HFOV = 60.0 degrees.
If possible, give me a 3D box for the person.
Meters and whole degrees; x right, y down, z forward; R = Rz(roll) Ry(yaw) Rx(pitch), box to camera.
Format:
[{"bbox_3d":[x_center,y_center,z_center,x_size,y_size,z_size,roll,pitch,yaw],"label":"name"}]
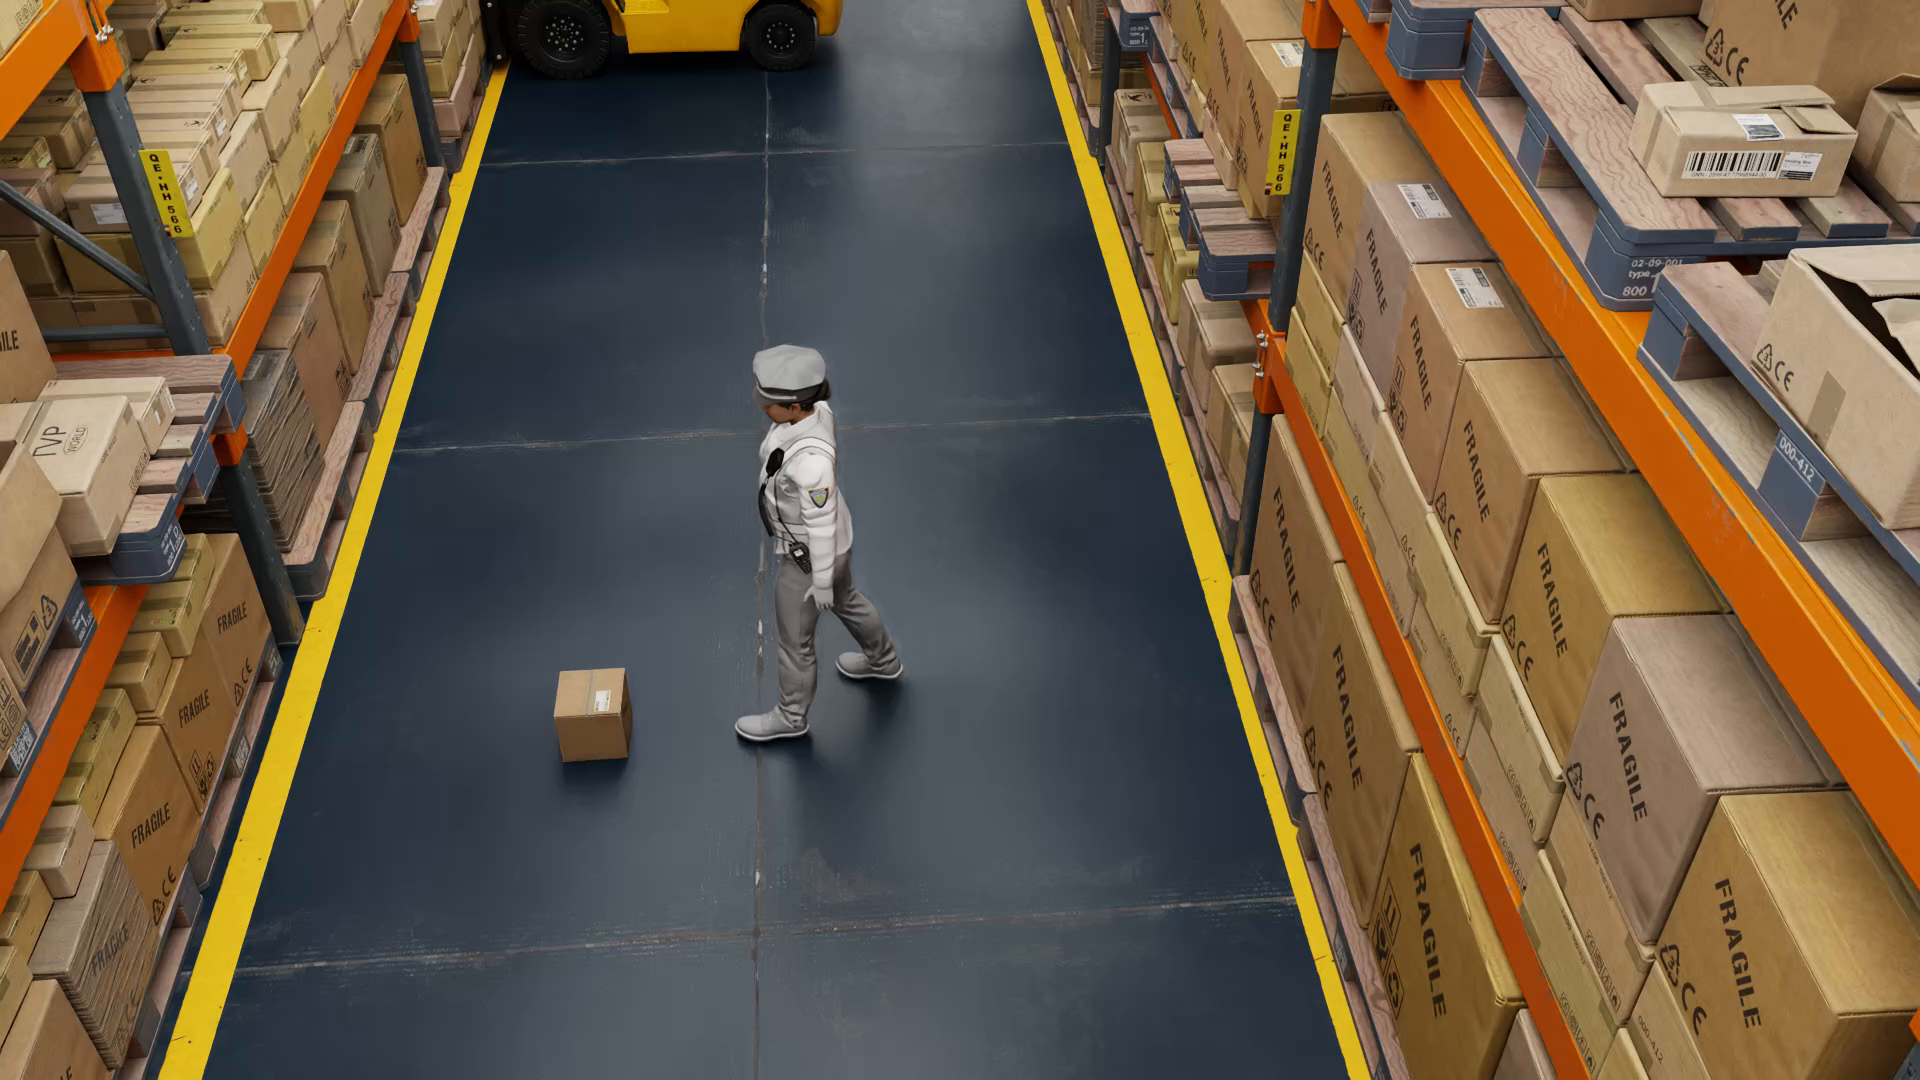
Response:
[{"bbox_3d":[-0.555,0.021,6.117,0.668,1.653,0.505,-2,39,-3],"label":"person"}]
